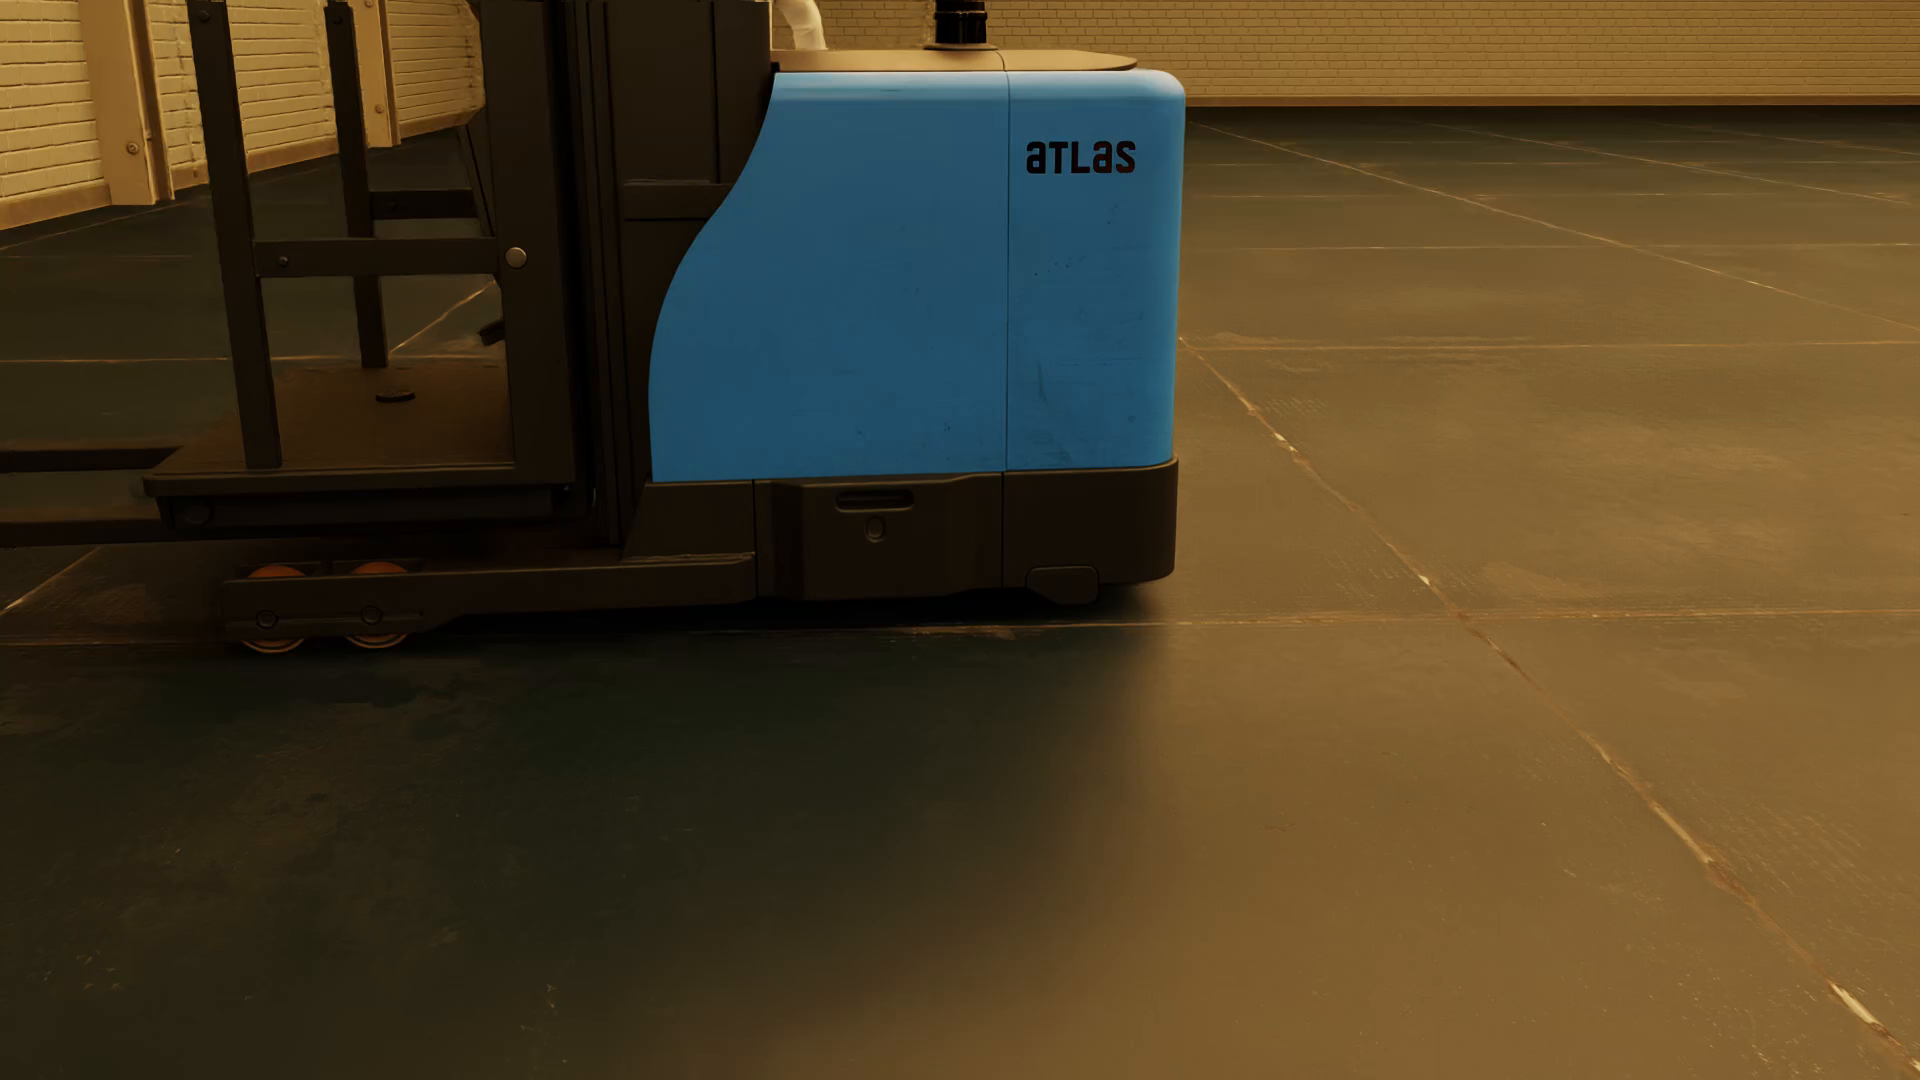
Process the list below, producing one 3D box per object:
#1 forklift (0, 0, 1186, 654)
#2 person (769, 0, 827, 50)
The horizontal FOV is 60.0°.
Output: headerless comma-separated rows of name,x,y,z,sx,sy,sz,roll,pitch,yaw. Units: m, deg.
forklift,-1.107,-1.347,3.310,3.031,2.935,1.130,-2,17,-7
person,-0.936,-1.630,6.348,0.994,1.809,0.568,-9,19,-27
